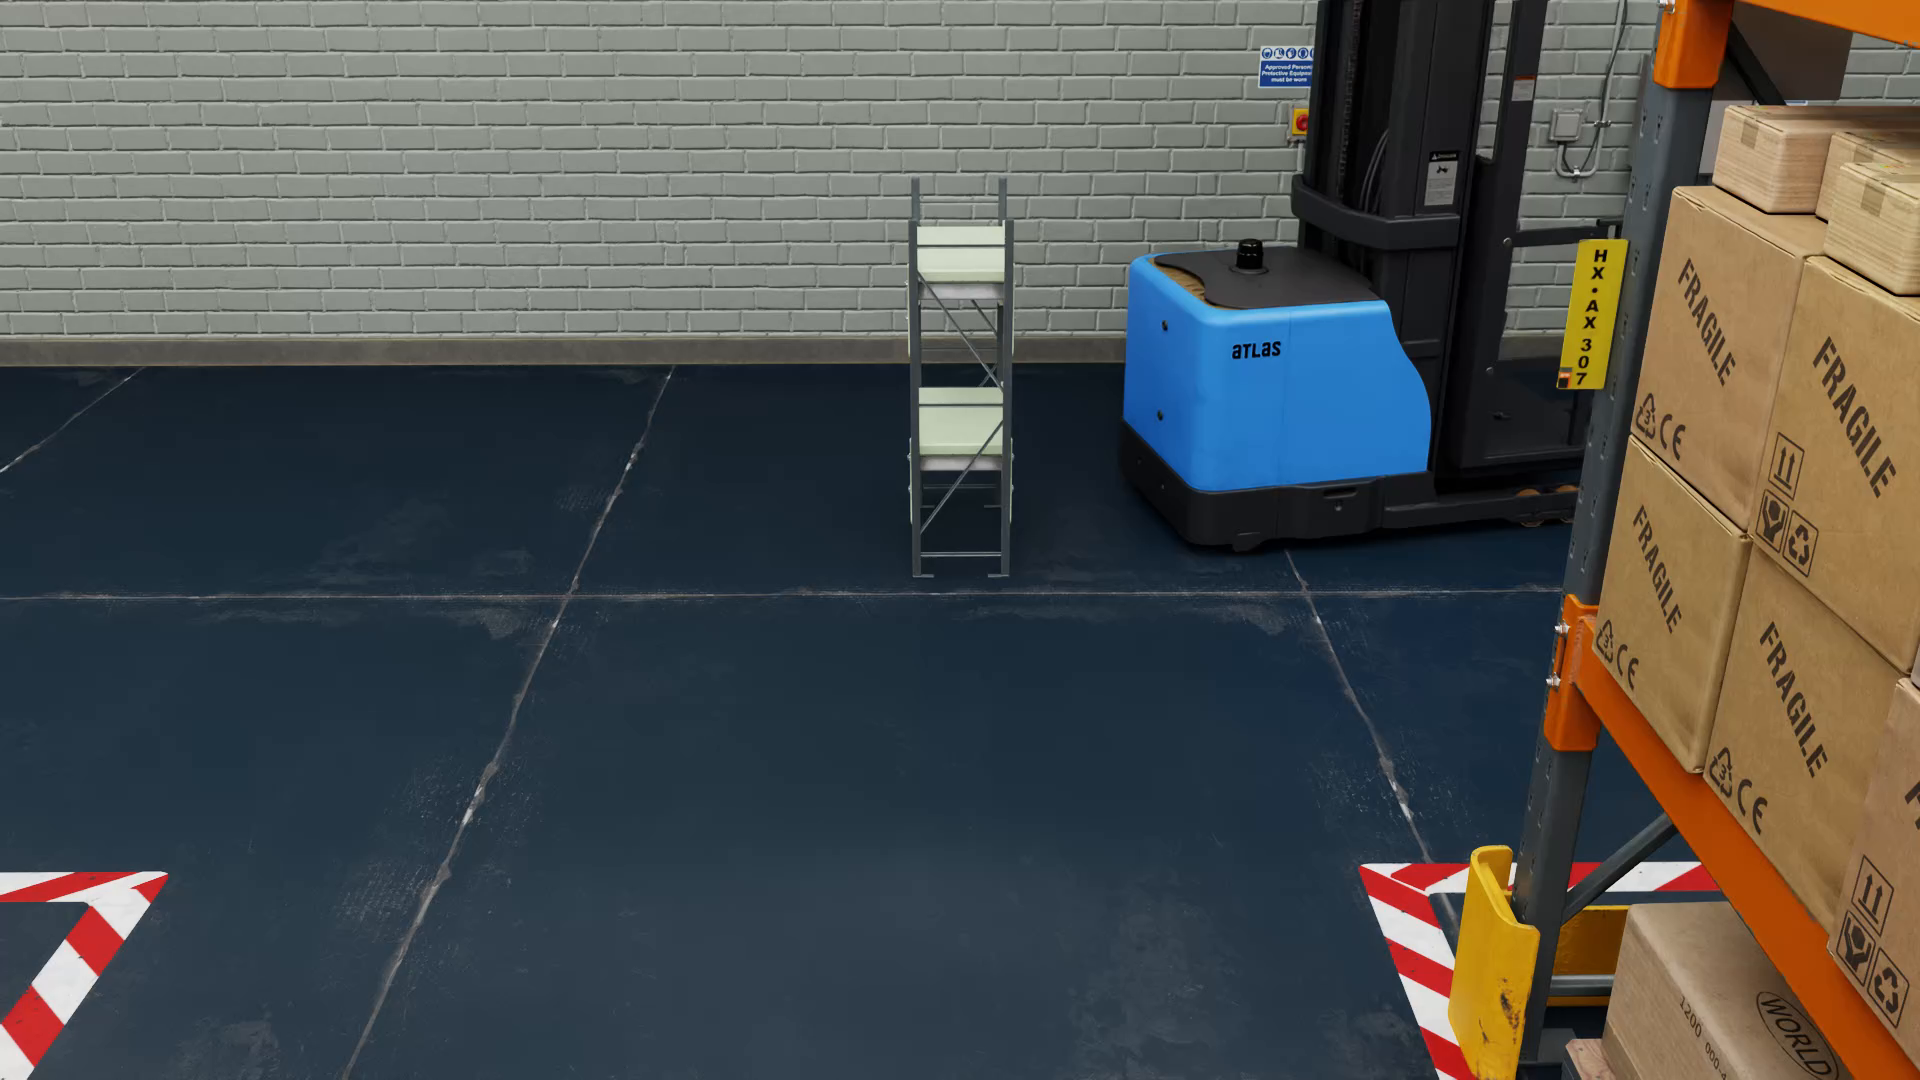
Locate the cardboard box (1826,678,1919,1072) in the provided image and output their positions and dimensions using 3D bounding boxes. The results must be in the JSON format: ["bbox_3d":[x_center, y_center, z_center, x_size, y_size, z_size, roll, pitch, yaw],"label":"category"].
[{"bbox_3d":[1.628,0.528,2.321,0.500,0.500,0.500,0,24,-1],"label":"cardboard box"}]

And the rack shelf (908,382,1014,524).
[{"bbox_3d":[0.000,-0.384,7.069,0.431,0.370,0.720,0,24,-1],"label":"rack shelf"}]

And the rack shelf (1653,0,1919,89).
[{"bbox_3d":[1.911,-0.258,1.414,1.077,0.370,4.000,0,24,-1],"label":"rack shelf"}]

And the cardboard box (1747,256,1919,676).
[{"bbox_3d":[1.622,-0.133,2.569,0.500,0.500,0.500,-1,24,-2],"label":"cardboard box"}]

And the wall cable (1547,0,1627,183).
[{"bbox_3d":[3.222,-2.841,8.659,0.588,1.984,0.122,0,24,-1],"label":"wall cable"}]

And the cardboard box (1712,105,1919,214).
[{"bbox_3d":[1.616,-0.693,3.020,0.380,0.149,0.250,0,24,1],"label":"cardboard box"}]

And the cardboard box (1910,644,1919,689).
[{"bbox_3d":[1.635,0.079,2.100,0.500,0.500,0.500,0,24,-1],"label":"cardboard box"}]

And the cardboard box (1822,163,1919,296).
[{"bbox_3d":[1.578,-0.477,2.544,0.380,0.149,0.250,0,24,1],"label":"cardboard box"}]

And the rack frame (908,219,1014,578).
[{"bbox_3d":[0.004,-0.530,6.601,0.400,1.500,0.023,0,24,-1],"label":"rack frame"}]

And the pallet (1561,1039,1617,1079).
[{"bbox_3d":[1.976,1.556,3.553,1.003,0.211,1.213,0,24,-1],"label":"pallet"}]

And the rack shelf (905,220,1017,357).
[{"bbox_3d":[0.000,-1.036,6.774,0.431,0.370,0.720,0,24,-1],"label":"rack shelf"}]

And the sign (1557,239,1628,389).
[{"bbox_3d":[1.334,-0.474,3.511,0.100,0.325,0.005,0,24,-1],"label":"sign"}]

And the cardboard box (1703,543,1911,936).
[{"bbox_3d":[1.641,0.318,2.785,0.500,0.500,0.500,-1,24,-1],"label":"cardboard box"}]

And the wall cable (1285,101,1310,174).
[{"bbox_3d":[1.804,-2.844,8.627,0.585,1.953,0.123,0,24,-1],"label":"wall cable"}]

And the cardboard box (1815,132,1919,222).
[{"bbox_3d":[1.690,-0.585,2.782,0.380,0.149,0.250,0,24,1],"label":"cardboard box"}]

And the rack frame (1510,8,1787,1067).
[{"bbox_3d":[1.889,-0.043,3.706,1.000,3.000,0.127,0,24,-1],"label":"rack frame"}]

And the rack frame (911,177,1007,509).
[{"bbox_3d":[-0.004,-0.831,7.268,0.400,1.500,0.023,0,24,-1],"label":"rack frame"}]

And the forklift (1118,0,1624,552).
[{"bbox_3d":[2.321,-1.596,7.223,3.031,2.935,1.130,-6,25,-13],"label":"forklift"}]

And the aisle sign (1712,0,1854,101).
[{"bbox_3d":[1.598,-1.256,3.233,0.394,0.787,0.004,0,24,-1],"label":"aisle sign"}]

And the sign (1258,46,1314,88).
[{"bbox_3d":[1.755,-2.515,8.843,0.327,0.218,0.001,0,24,-1],"label":"sign"}]

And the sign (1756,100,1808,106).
[{"bbox_3d":[4.398,-2.360,8.944,0.329,0.494,0.001,0,24,-1],"label":"sign"}]

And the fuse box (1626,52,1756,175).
[{"bbox_3d":[3.906,-1.729,8.997,0.539,1.711,0.414,0,24,-1],"label":"fuse box"}]

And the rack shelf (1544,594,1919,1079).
[{"bbox_3d":[1.911,1.108,2.032,1.077,0.370,4.000,0,24,-1],"label":"rack shelf"}]

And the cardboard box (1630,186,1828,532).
[{"bbox_3d":[1.609,-0.346,3.039,0.500,0.500,0.500,-1,24,-2],"label":"cardboard box"}]

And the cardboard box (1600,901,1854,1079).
[{"bbox_3d":[1.996,1.204,3.547,0.875,0.438,0.875,-1,24,-2],"label":"cardboard box"}]

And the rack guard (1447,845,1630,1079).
[{"bbox_3d":[1.889,1.086,4.243,1.175,0.500,0.348,0,24,-1],"label":"rack guard"}]

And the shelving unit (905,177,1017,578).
[{"bbox_3d":[0.000,-0.681,6.935,0.431,1.500,0.755,0,24,-1],"label":"shelving unit"}]

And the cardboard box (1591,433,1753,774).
[{"bbox_3d":[1.607,0.110,3.245,0.500,0.500,0.500,0,24,-1],"label":"cardboard box"}]
